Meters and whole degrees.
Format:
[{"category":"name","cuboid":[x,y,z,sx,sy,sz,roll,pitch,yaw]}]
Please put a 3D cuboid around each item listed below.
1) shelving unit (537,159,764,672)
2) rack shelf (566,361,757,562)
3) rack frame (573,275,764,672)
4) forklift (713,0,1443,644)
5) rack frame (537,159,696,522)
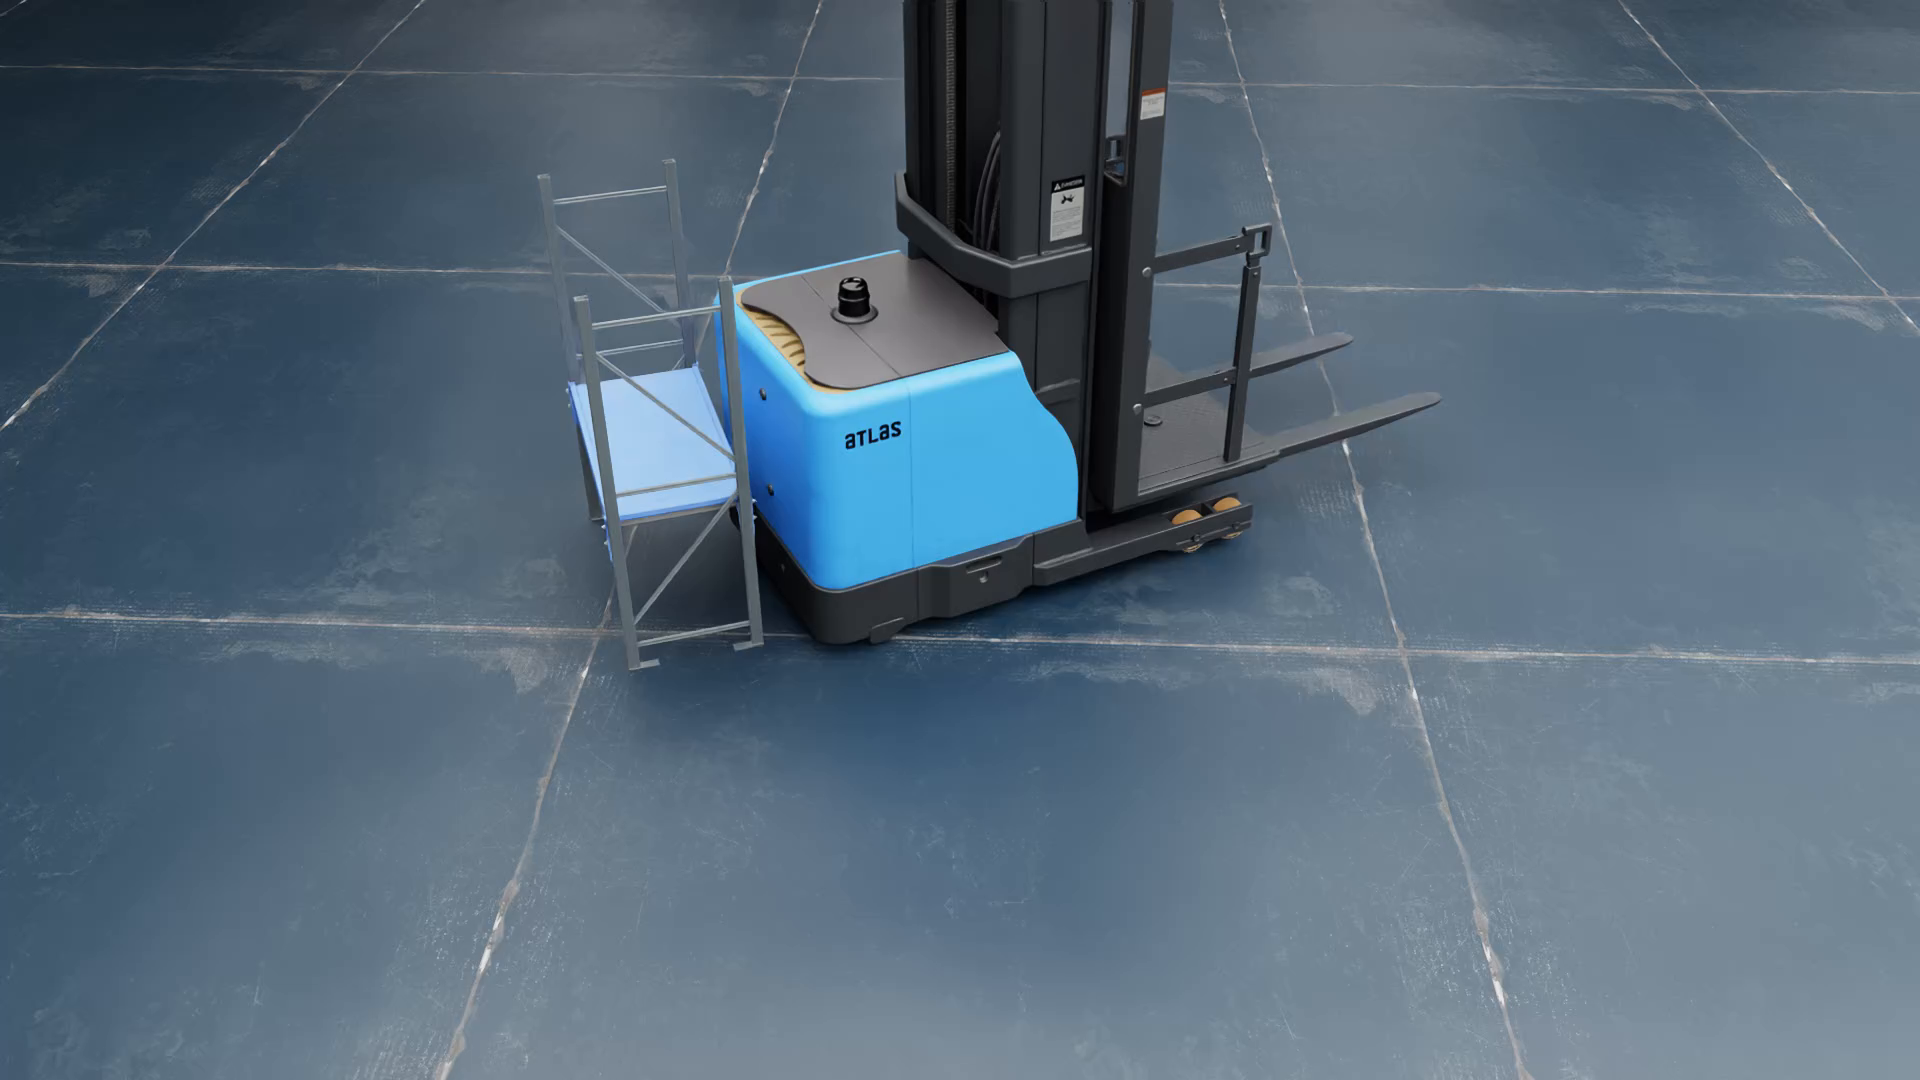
[{"category":"shelving unit","cuboid":[-1.131,-0.464,6.106,0.538,1.500,1.048,-11,36,-15]},{"category":"rack shelf","cuboid":[-1.131,-0.317,6.209,0.538,0.185,1.000,-11,36,-15]},{"category":"rack frame","cuboid":[-0.973,-0.186,5.711,0.500,1.500,0.032,-11,36,-15]},{"category":"forklift","cuboid":[0.610,-1.405,6.200,3.031,2.935,1.130,-17,38,-22]},{"category":"rack frame","cuboid":[-1.289,-0.742,6.501,0.500,1.500,0.032,-11,36,-15]}]
